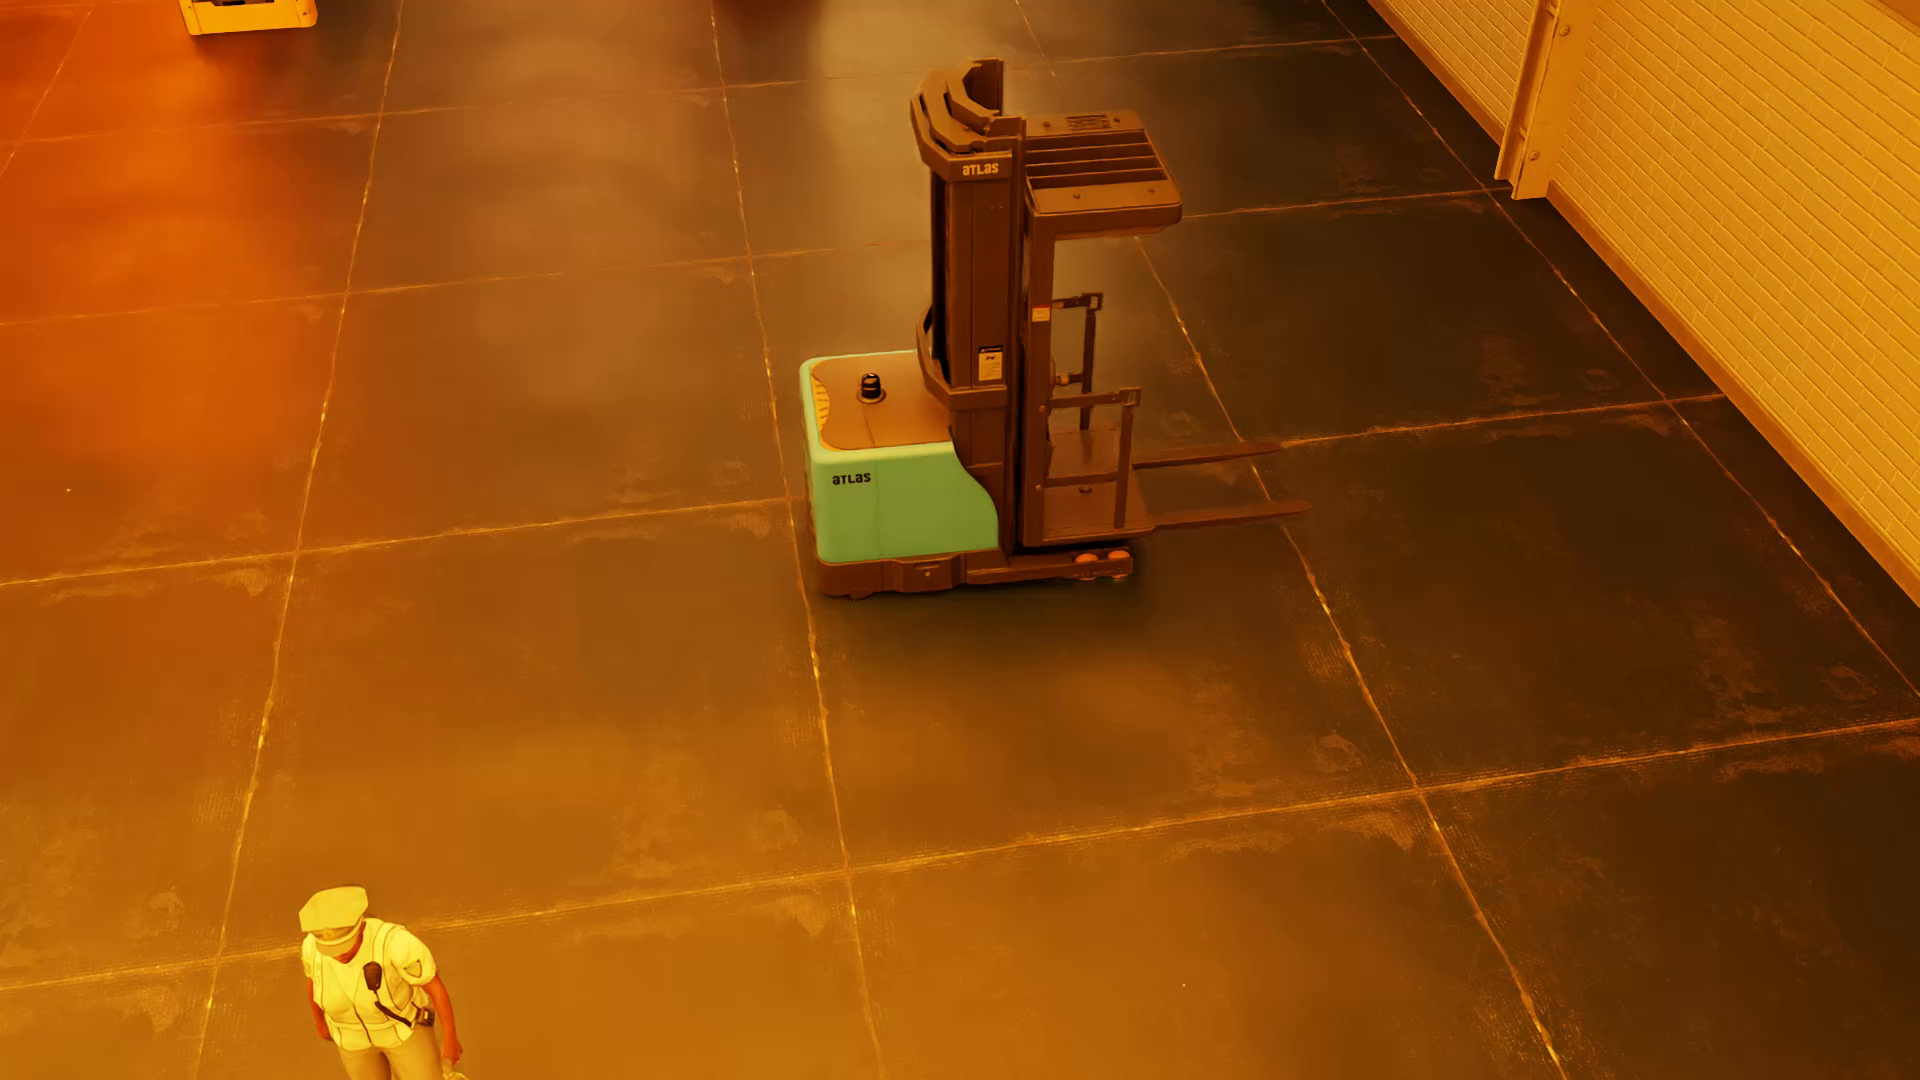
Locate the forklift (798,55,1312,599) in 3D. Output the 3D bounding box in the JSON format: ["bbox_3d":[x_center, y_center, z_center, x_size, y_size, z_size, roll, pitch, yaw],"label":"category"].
[{"bbox_3d":[0.595,-1.207,9.377,3.031,2.935,1.130,-6,41,-7],"label":"forklift"}]

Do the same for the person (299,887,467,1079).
[{"bbox_3d":[-2.290,1.985,6.615,0.604,1.648,0.444,-2,40,-2],"label":"person"}]
